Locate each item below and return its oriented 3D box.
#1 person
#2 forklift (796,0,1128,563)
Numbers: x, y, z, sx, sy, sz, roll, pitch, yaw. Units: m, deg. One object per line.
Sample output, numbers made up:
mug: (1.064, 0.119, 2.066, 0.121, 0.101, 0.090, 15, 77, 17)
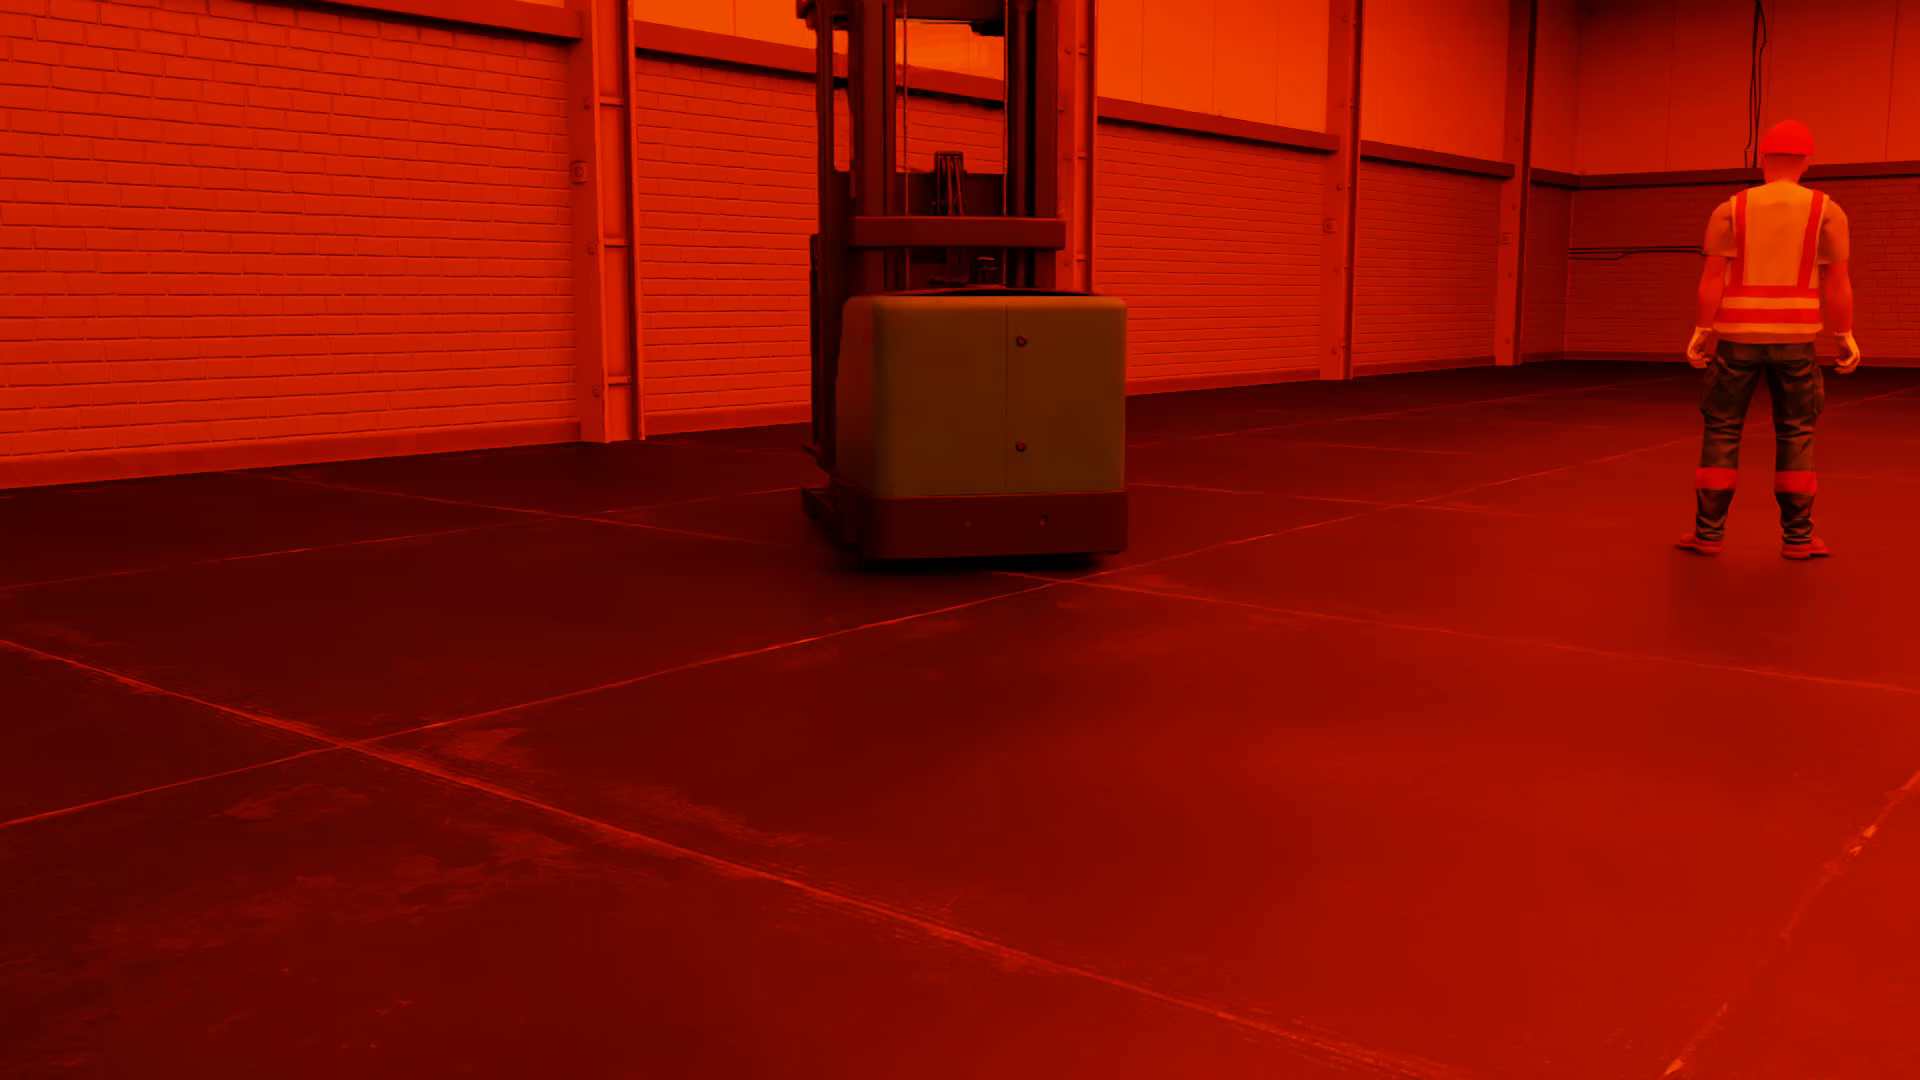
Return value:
person: (3.361, -0.823, 6.881, 0.650, 1.788, 0.348, 4, 9, 23)
forklift: (-0.156, -1.532, 7.751, 1.130, 2.935, 3.031, -2, 9, -13)
